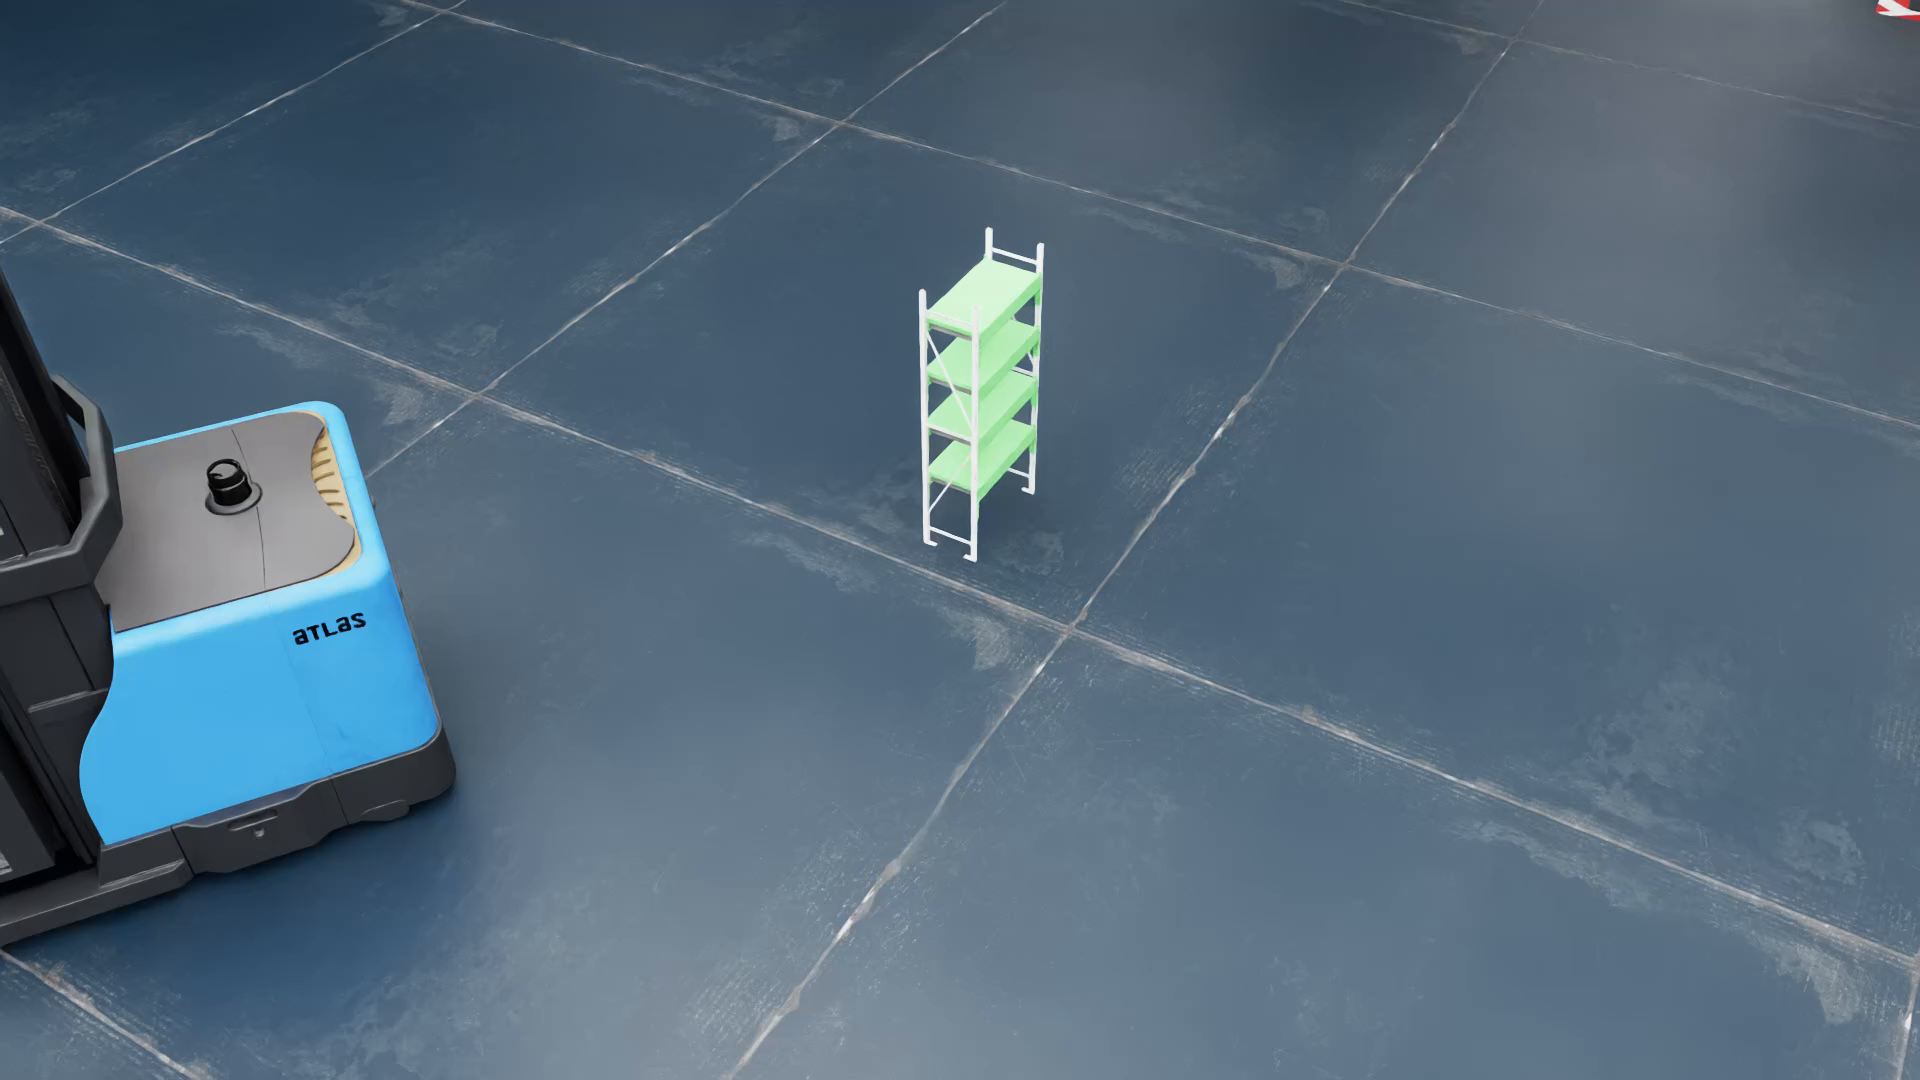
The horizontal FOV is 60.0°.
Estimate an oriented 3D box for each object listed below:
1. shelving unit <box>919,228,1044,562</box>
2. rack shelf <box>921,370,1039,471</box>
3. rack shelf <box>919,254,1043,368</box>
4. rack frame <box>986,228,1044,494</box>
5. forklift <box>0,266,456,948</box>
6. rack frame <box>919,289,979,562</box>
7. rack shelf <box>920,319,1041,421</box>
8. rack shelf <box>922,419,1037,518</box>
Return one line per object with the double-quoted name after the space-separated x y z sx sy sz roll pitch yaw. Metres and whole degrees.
0.083 -0.545 6.461 0.258 1.200 0.503 21 45 22 "shelving unit"
0.083 -0.497 6.503 0.258 0.148 0.480 21 45 22 "rack shelf"
0.083 -0.857 6.186 0.258 0.148 0.480 21 45 22 "rack shelf"
0.205 -0.685 6.620 0.240 1.200 0.015 21 45 22 "rack frame"
-3.295 -0.092 4.637 3.031 2.935 1.130 -17 44 -18 "forklift"
-0.039 -0.405 6.302 0.240 1.200 0.015 21 45 22 "rack frame"
0.083 -0.677 6.345 0.258 0.148 0.480 21 45 22 "rack shelf"
0.083 -0.317 6.662 0.258 0.148 0.480 21 45 22 "rack shelf"
